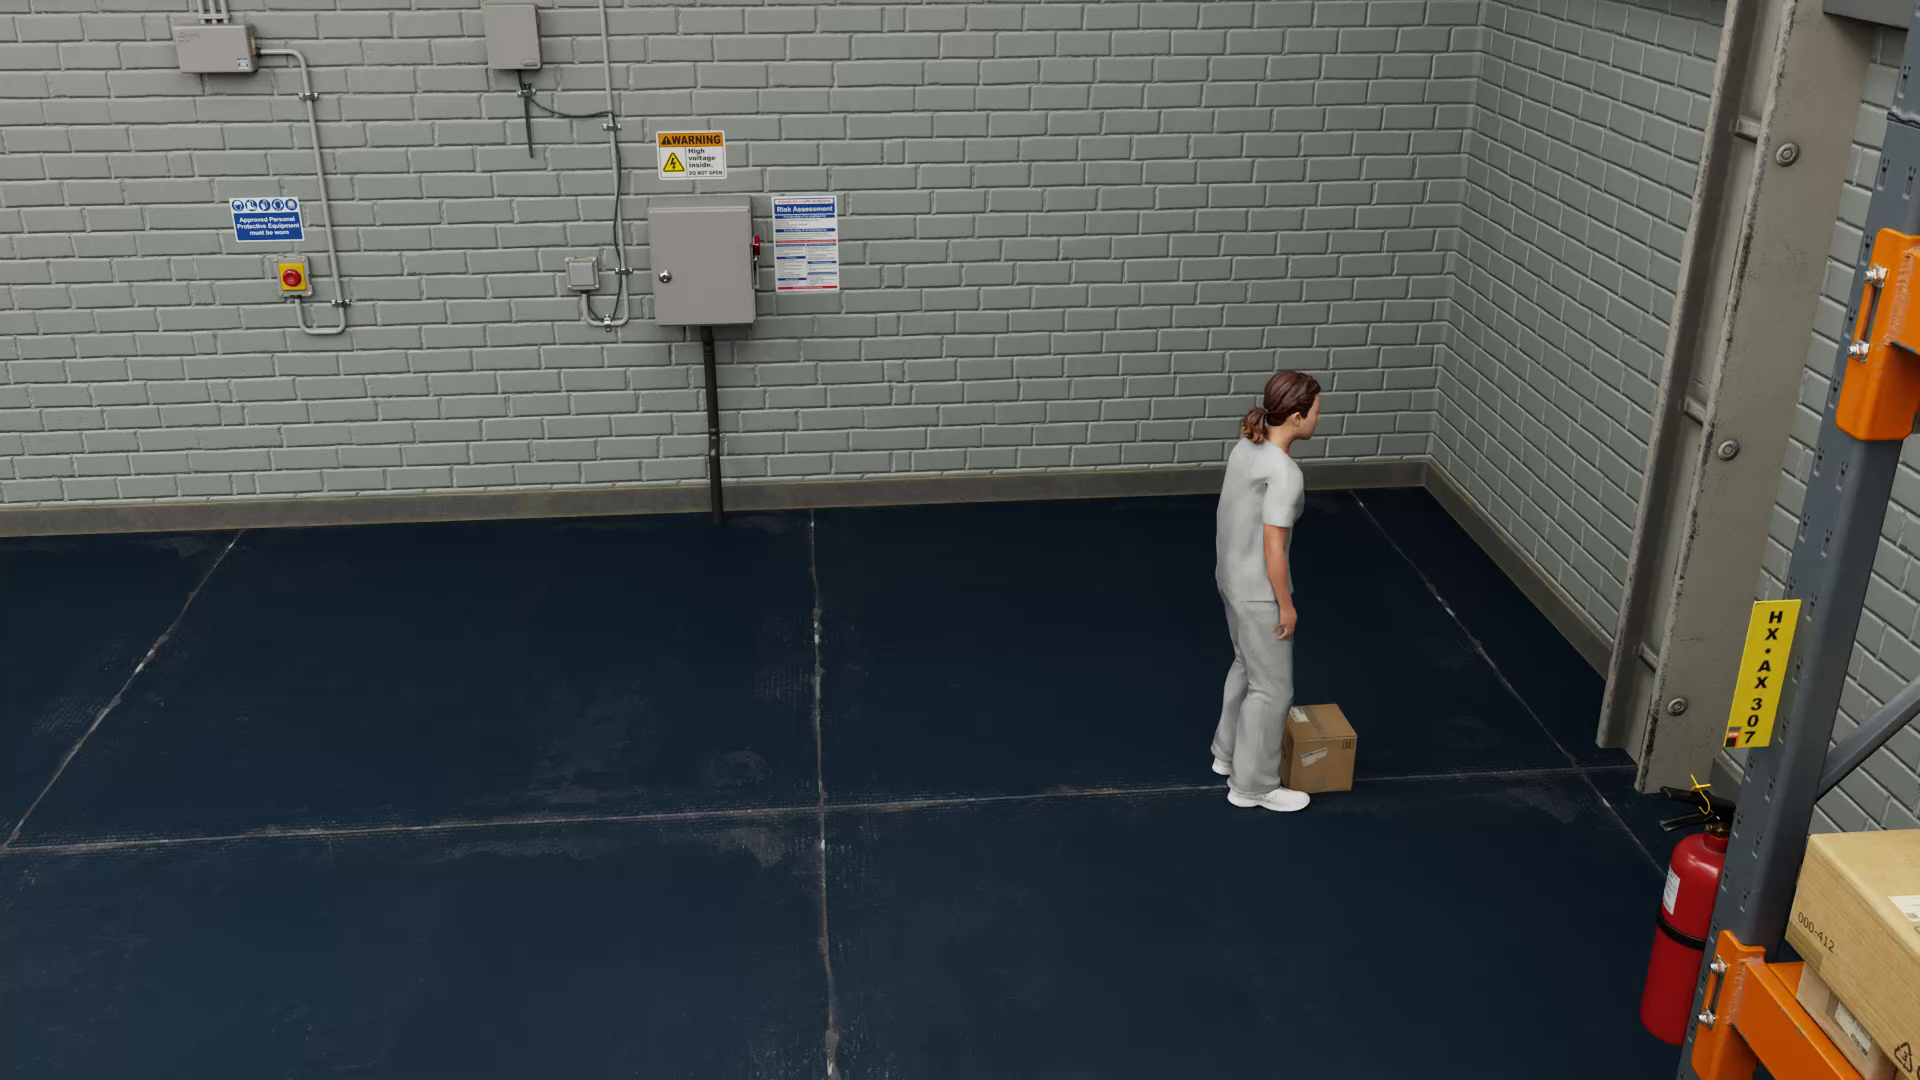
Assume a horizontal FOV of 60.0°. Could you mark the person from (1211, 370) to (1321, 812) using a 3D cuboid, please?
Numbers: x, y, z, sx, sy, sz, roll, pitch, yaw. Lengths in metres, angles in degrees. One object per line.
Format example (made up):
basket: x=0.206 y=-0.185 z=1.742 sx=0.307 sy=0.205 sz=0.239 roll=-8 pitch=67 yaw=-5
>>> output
person: x=1.136 y=0.181 z=6.194 sx=0.364 sy=1.671 sz=0.499 roll=-3 pitch=24 yaw=-8
